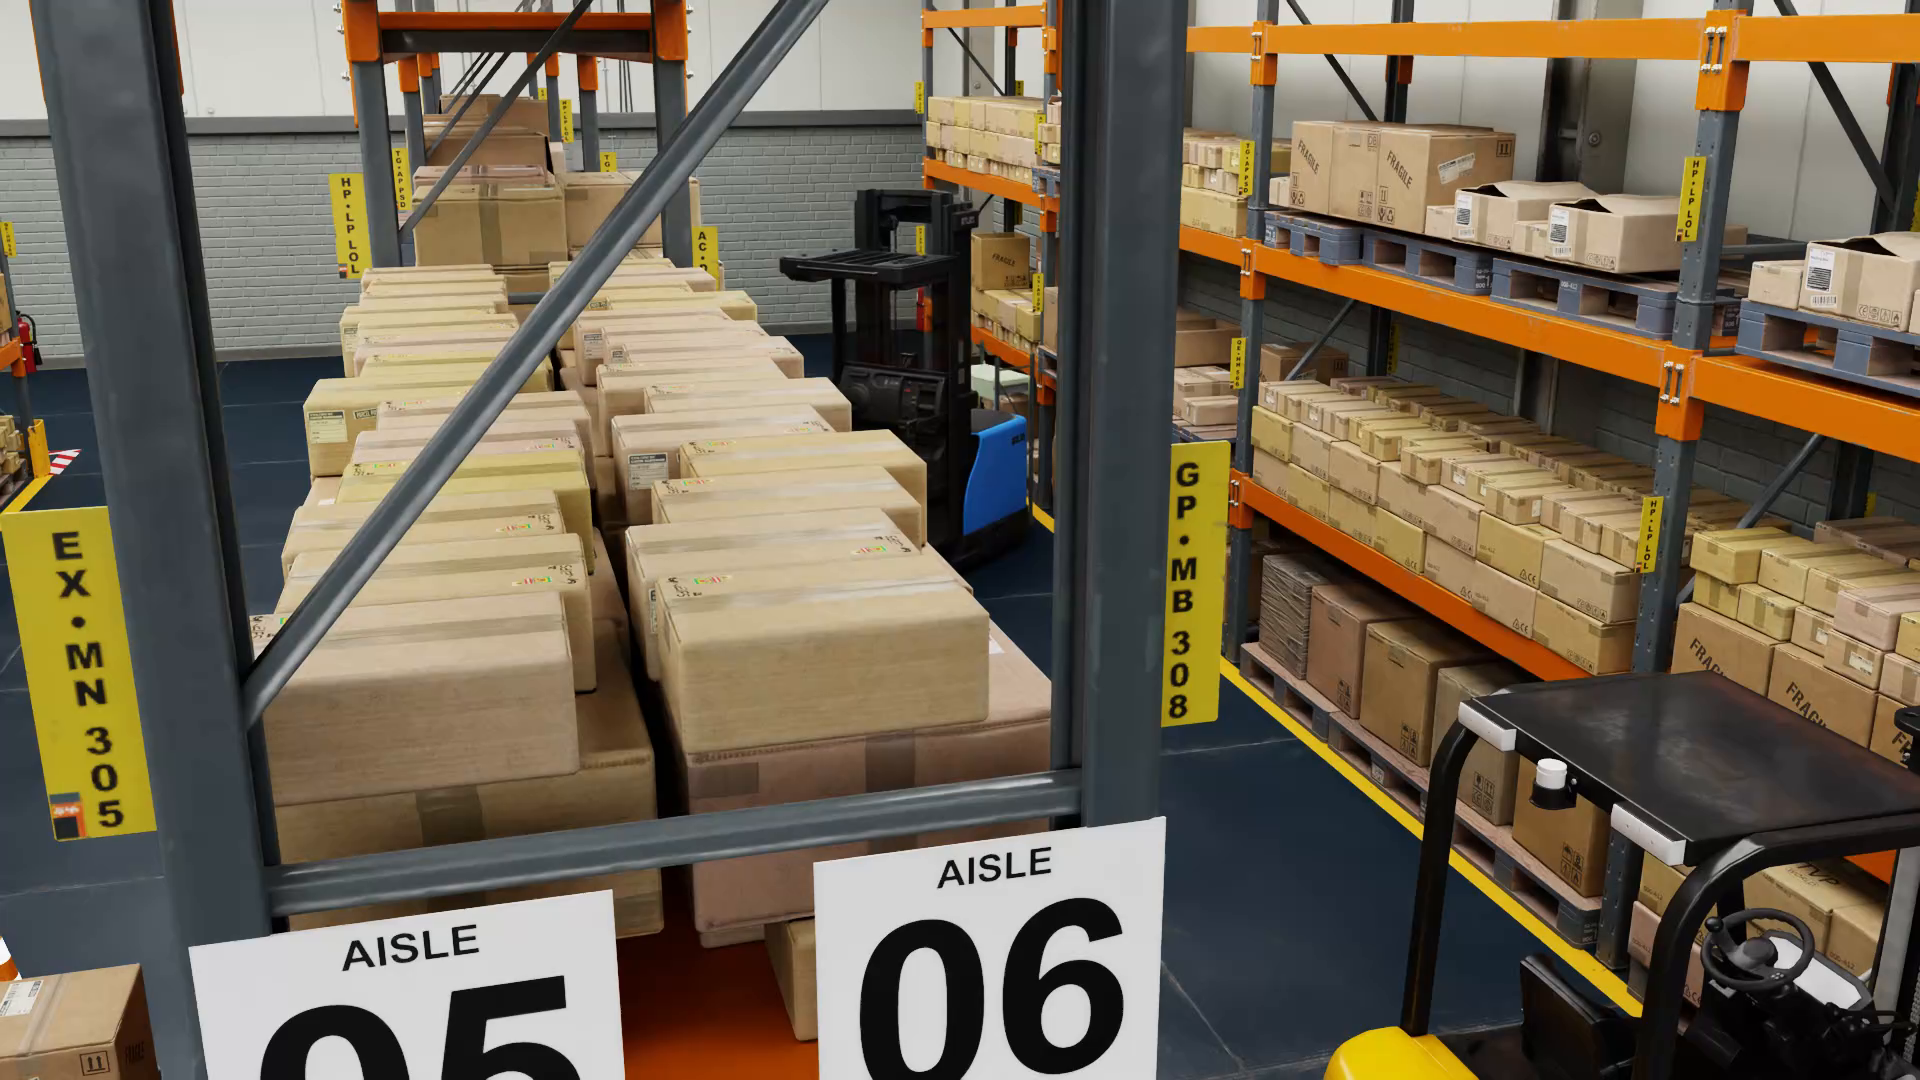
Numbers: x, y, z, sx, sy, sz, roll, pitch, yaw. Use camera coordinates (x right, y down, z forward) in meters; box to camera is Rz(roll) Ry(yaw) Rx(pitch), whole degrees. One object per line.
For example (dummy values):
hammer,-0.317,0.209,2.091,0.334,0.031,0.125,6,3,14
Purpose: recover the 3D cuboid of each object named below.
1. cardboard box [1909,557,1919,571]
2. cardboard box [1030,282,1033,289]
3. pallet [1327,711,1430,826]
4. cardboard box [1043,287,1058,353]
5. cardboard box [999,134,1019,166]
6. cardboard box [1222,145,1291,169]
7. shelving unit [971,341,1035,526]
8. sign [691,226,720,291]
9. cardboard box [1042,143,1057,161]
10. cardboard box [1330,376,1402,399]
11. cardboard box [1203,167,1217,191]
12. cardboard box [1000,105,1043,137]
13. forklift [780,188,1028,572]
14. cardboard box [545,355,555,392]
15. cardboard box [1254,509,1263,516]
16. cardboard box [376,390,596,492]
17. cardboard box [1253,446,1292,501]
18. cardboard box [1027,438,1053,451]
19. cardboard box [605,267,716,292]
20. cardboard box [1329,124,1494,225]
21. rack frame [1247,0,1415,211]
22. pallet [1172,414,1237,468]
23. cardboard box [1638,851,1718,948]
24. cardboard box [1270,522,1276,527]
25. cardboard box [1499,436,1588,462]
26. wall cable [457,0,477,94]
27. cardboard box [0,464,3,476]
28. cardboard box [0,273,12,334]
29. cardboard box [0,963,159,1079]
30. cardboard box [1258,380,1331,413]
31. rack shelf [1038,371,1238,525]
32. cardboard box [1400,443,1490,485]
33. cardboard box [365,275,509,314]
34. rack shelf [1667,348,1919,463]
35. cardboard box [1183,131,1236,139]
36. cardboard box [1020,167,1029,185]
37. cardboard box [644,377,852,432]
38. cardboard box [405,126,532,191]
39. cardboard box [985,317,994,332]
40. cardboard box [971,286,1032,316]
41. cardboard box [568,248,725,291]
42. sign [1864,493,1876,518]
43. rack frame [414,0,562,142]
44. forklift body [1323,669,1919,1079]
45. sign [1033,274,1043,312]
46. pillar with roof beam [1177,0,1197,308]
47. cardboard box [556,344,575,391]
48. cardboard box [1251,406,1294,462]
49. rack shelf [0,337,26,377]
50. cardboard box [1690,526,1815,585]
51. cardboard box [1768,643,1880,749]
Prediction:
cardboard box,3.887,0.159,6.390,0.380,0.149,0.250,-5,17,-16
cardboard box,0.894,-2.408,16.499,0.500,0.250,0.500,-5,17,-15
pallet,2.815,1.247,9.432,1.003,0.211,1.213,-5,17,-15
cardboard box,1.114,-1.860,14.025,0.700,0.500,0.500,-4,17,-14
cardboard box,0.669,-3.526,15.006,0.500,0.250,0.500,-5,18,-17
cardboard box,1.946,-2.507,10.920,0.380,0.149,0.250,-5,18,-17
shelving unit,0.250,-0.904,14.354,0.431,1.500,0.755,-11,20,-33
sign,-0.858,-0.885,5.572,0.100,0.325,0.005,-5,17,-15
cardboard box,0.895,-3.213,13.754,0.380,0.149,0.250,-4,17,-14
cardboard box,2.579,-0.940,10.567,0.380,0.149,0.250,-4,17,-13
cardboard box,1.866,-2.438,11.209,0.380,0.149,0.250,-4,17,-14
cardboard box,0.678,-3.769,14.946,0.500,0.250,0.500,-5,17,-16
forklift,-0.635,-1.108,12.547,1.130,2.935,3.031,10,19,30
cardboard box,-1.369,-0.378,4.525,0.500,0.250,0.500,-5,17,-16
cardboard box,2.259,-0.277,12.149,0.380,0.149,0.250,-4,17,-15
cardboard box,-0.904,-0.178,3.168,0.380,0.149,0.250,-5,17,-17
cardboard box,2.182,-0.442,10.470,0.500,0.250,0.500,-5,17,-15
cardboard box,0.662,-0.884,15.702,0.396,0.266,0.258,-4,17,-13
cardboard box,-0.935,-0.718,4.964,0.380,0.149,0.250,-5,17,-17
cardboard box,2.495,-2.038,9.231,0.700,0.500,0.500,-5,17,-16
rack frame,2.295,-3.529,10.058,1.000,3.000,0.127,-5,17,-15
pallet,2.041,-0.746,11.554,1.213,0.211,1.003,-5,17,-15
cardboard box,3.230,1.485,6.974,0.500,0.250,0.500,-5,17,-16
cardboard box,2.333,0.064,12.139,0.500,0.500,0.500,-5,17,-15
cardboard box,3.130,-0.447,8.926,0.380,0.149,0.250,-5,17,-15
wall cable,-6.509,-6.899,21.279,0.463,3.000,0.029,-5,17,-15
cardboard box,-8.904,-0.619,15.026,0.380,0.149,0.250,-5,17,-16
cardboard box,-9.036,-2.142,15.179,0.500,0.500,0.500,-4,17,-14
cardboard box,-3.080,1.828,5.682,0.500,0.500,0.500,-5,17,-15
cardboard box,2.099,-0.903,10.442,0.380,0.149,0.250,-4,17,-14
rack shelf,1.745,-0.864,12.866,1.077,0.370,4.000,-5,17,-15
cardboard box,2.560,-0.403,8.779,0.380,0.149,0.250,-5,17,-17
cardboard box,-1.505,-0.671,4.810,0.380,0.149,0.250,-4,17,-14
rack shelf,3.944,-0.088,5.068,1.077,0.370,4.000,-5,17,-15
cardboard box,1.839,-2.972,12.434,0.380,0.149,0.250,-4,17,-14
cardboard box,0.749,-3.223,14.689,0.380,0.149,0.250,-5,17,-15
cardboard box,-0.424,-0.220,3.305,0.380,0.149,0.250,-4,17,-14
cardboard box,-2.931,-2.207,9.966,0.700,0.500,0.500,-6,18,-18
cardboard box,0.458,-2.138,16.293,0.380,0.149,0.250,-5,17,-15
cardboard box,0.404,-2.373,16.382,0.500,0.250,0.500,-5,17,-17
cardboard box,-1.152,-0.915,6.101,0.500,0.250,0.500,-5,17,-17
sign,3.928,-0.046,7.249,0.100,0.325,0.005,-5,17,-15
rack frame,-3.576,-4.242,12.432,1.000,3.000,0.127,-5,17,-15
forklift body,2.218,1.583,4.942,2.313,2.155,1.214,-5,17,-15
sign,0.676,-2.132,14.330,0.100,0.325,0.005,-5,17,-15
pillar with roof beam,-2.268,-4.559,13.487,9.100,9.000,0.400,-5,17,-15
cardboard box,-0.857,-0.423,4.674,0.500,0.250,0.500,-5,17,-16
cardboard box,2.158,-0.679,10.391,0.500,0.250,0.500,-5,17,-15
rack shelf,-8.857,-1.158,13.844,1.077,0.370,4.000,-5,17,-15
cardboard box,3.197,0.061,6.716,0.380,0.149,0.250,-4,17,-14
cardboard box,3.424,0.689,6.271,0.500,0.500,0.500,-4,17,-14
